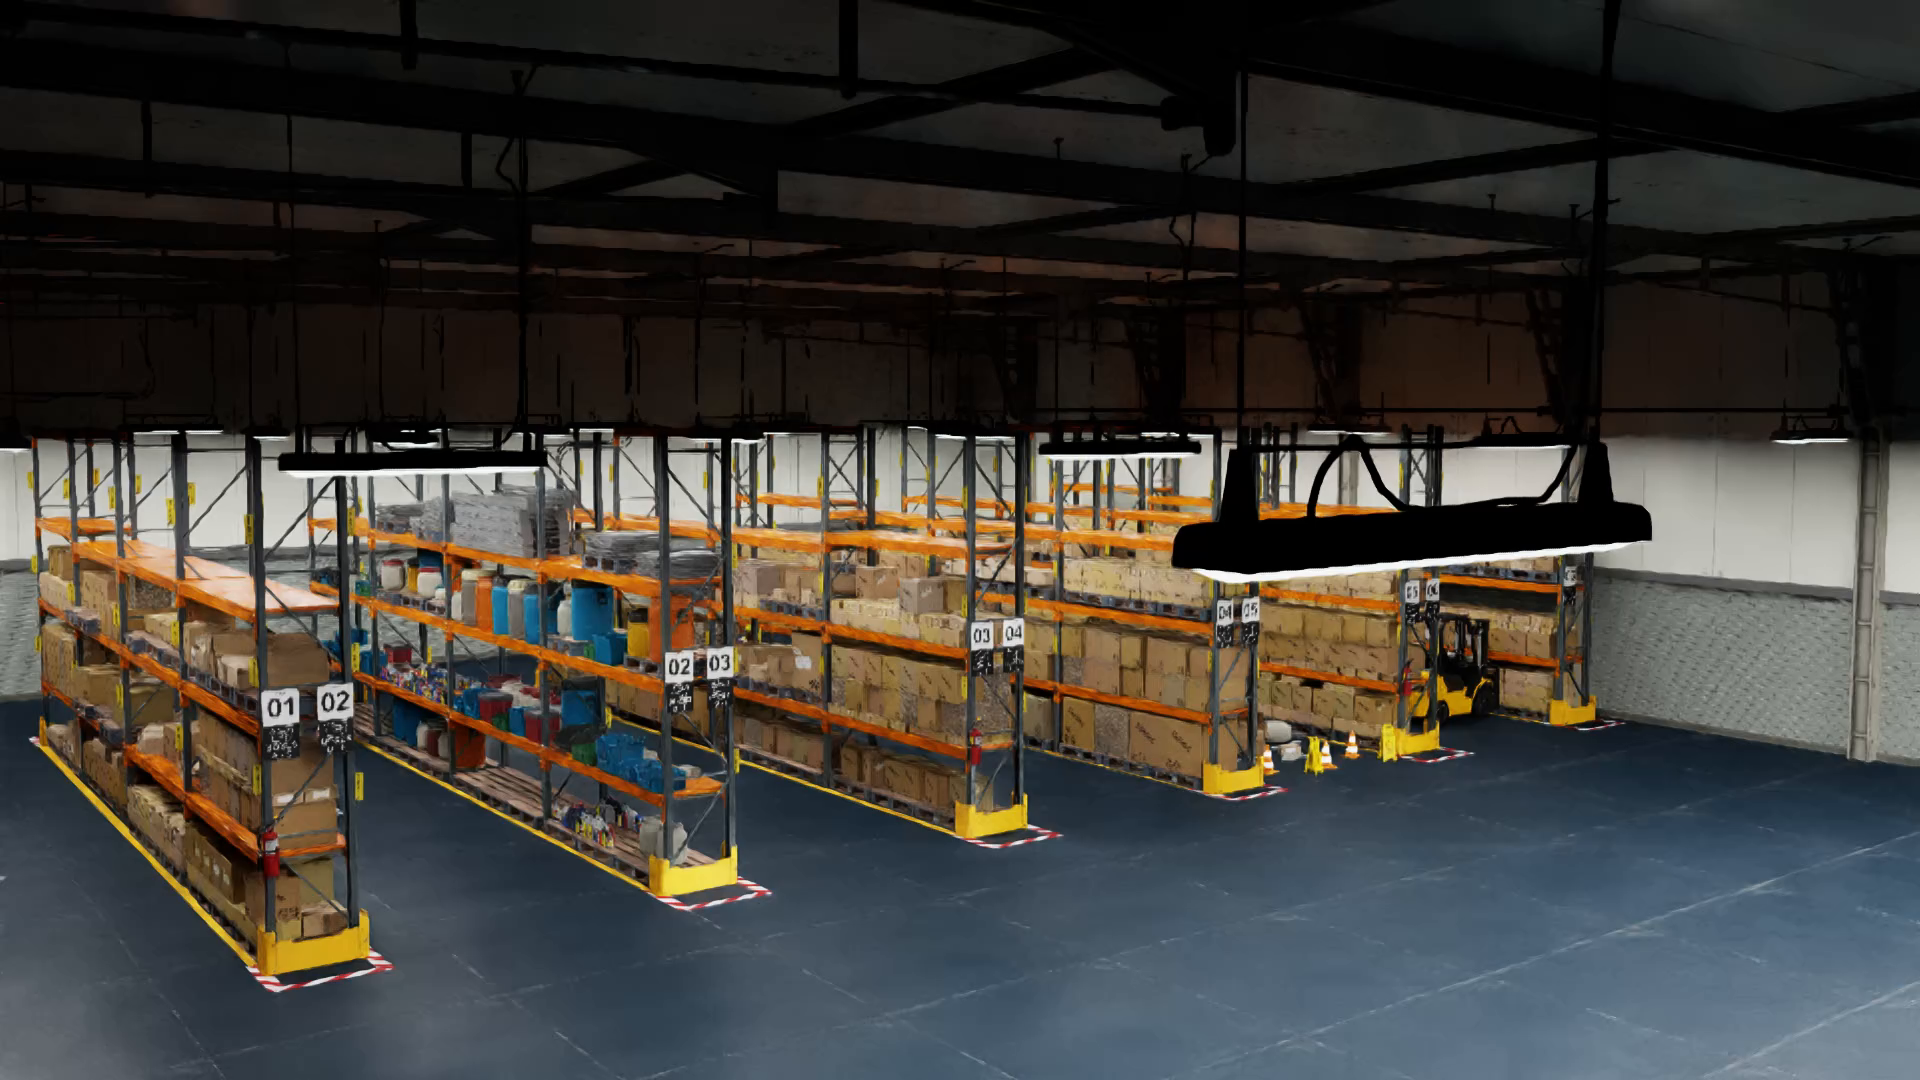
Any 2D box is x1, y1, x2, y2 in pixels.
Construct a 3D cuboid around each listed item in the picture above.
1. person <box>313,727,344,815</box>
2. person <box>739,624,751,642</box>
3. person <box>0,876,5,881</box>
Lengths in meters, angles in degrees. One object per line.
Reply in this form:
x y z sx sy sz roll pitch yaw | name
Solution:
-9.997 3.516 25.987 0.419 1.514 1.038 -4 6 -39 | person
-4.576 2.650 36.029 0.577 1.691 1.121 -3 5 -35 | person
-13.064 3.723 22.344 0.539 1.679 0.454 2 5 26 | person
